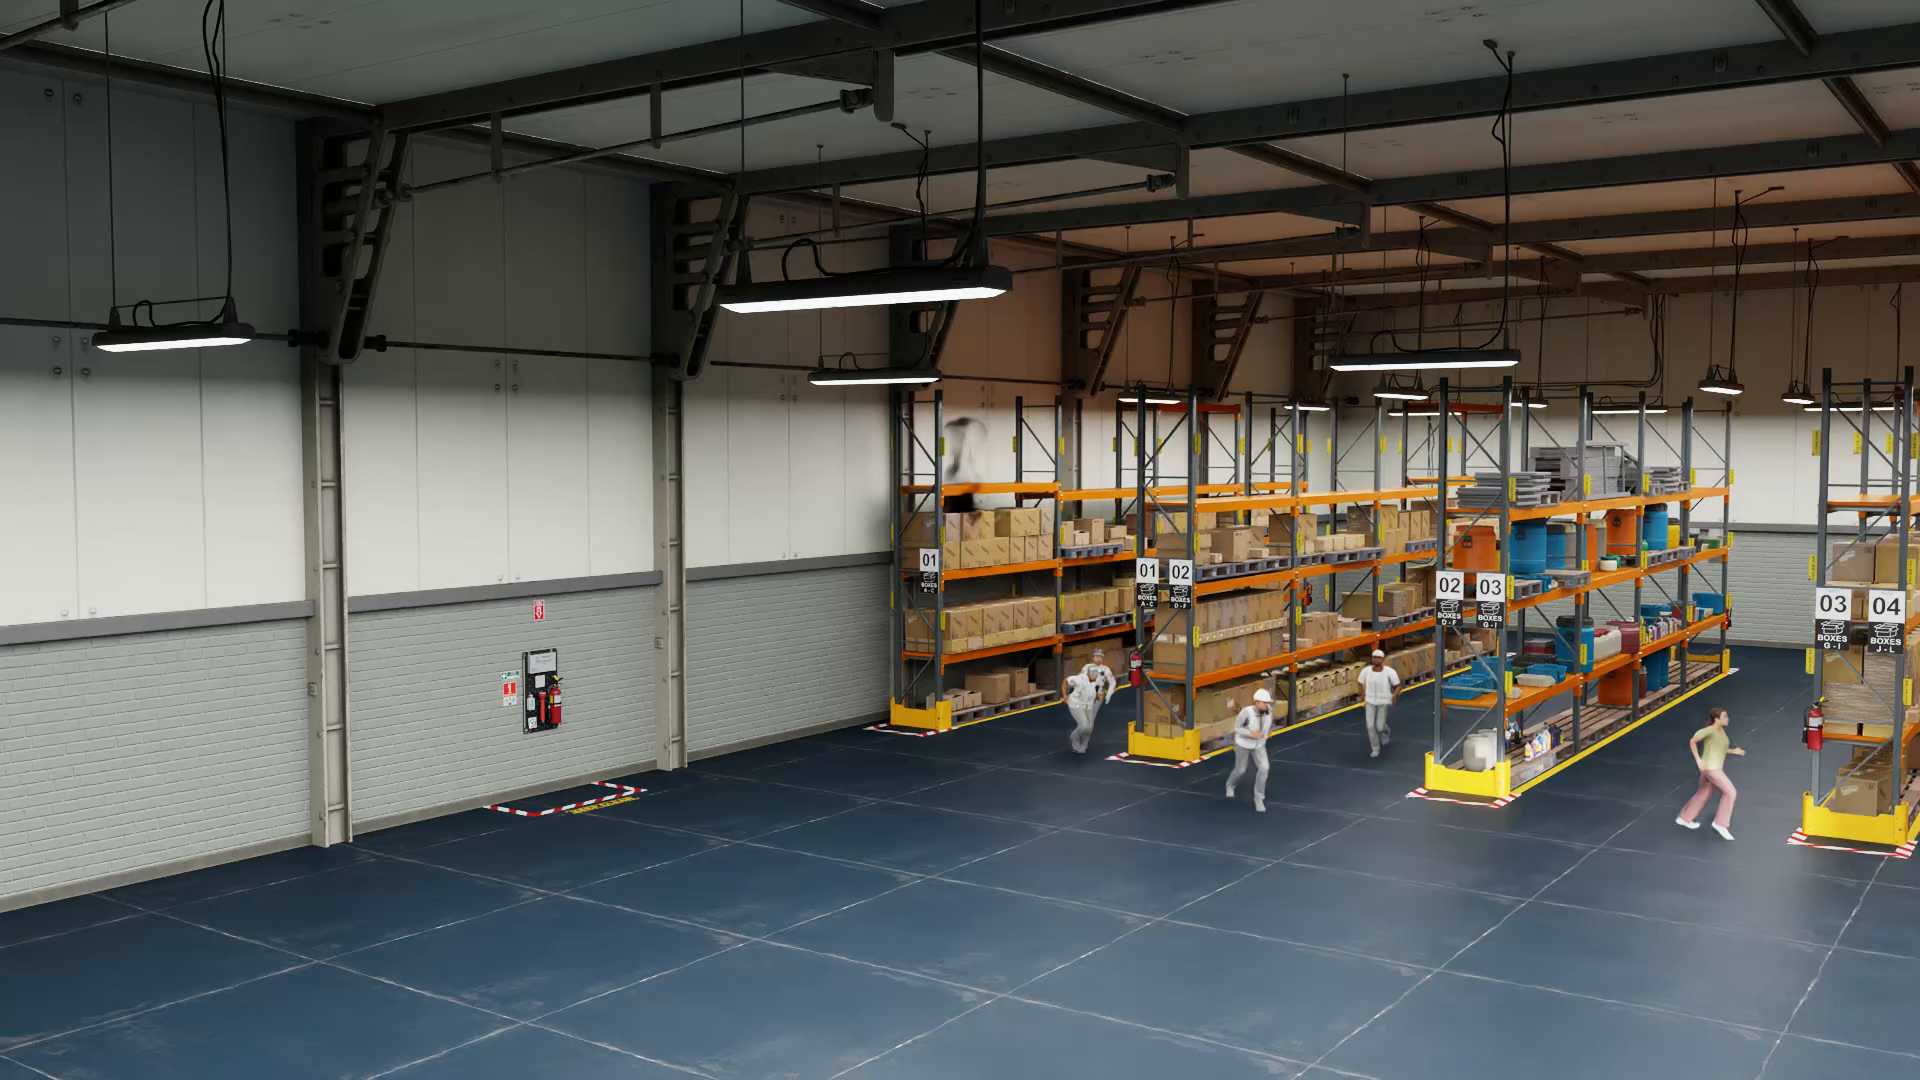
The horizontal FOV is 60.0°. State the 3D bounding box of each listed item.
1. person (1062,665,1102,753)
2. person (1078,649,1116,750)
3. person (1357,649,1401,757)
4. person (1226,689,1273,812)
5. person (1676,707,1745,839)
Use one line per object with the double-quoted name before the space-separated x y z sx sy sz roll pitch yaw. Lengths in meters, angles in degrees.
"person" 1.973 2.741 26.912 0.637 1.497 0.857 -2 4 -28
"person" 2.260 2.621 27.693 0.682 1.656 0.730 1 3 11
"person" 6.776 2.630 26.973 0.702 1.726 0.598 2 4 25
"person" 4.028 2.887 23.117 0.700 1.733 1.028 -1 3 -22
"person" 9.651 2.981 21.409 0.803 1.688 0.556 3 4 38
